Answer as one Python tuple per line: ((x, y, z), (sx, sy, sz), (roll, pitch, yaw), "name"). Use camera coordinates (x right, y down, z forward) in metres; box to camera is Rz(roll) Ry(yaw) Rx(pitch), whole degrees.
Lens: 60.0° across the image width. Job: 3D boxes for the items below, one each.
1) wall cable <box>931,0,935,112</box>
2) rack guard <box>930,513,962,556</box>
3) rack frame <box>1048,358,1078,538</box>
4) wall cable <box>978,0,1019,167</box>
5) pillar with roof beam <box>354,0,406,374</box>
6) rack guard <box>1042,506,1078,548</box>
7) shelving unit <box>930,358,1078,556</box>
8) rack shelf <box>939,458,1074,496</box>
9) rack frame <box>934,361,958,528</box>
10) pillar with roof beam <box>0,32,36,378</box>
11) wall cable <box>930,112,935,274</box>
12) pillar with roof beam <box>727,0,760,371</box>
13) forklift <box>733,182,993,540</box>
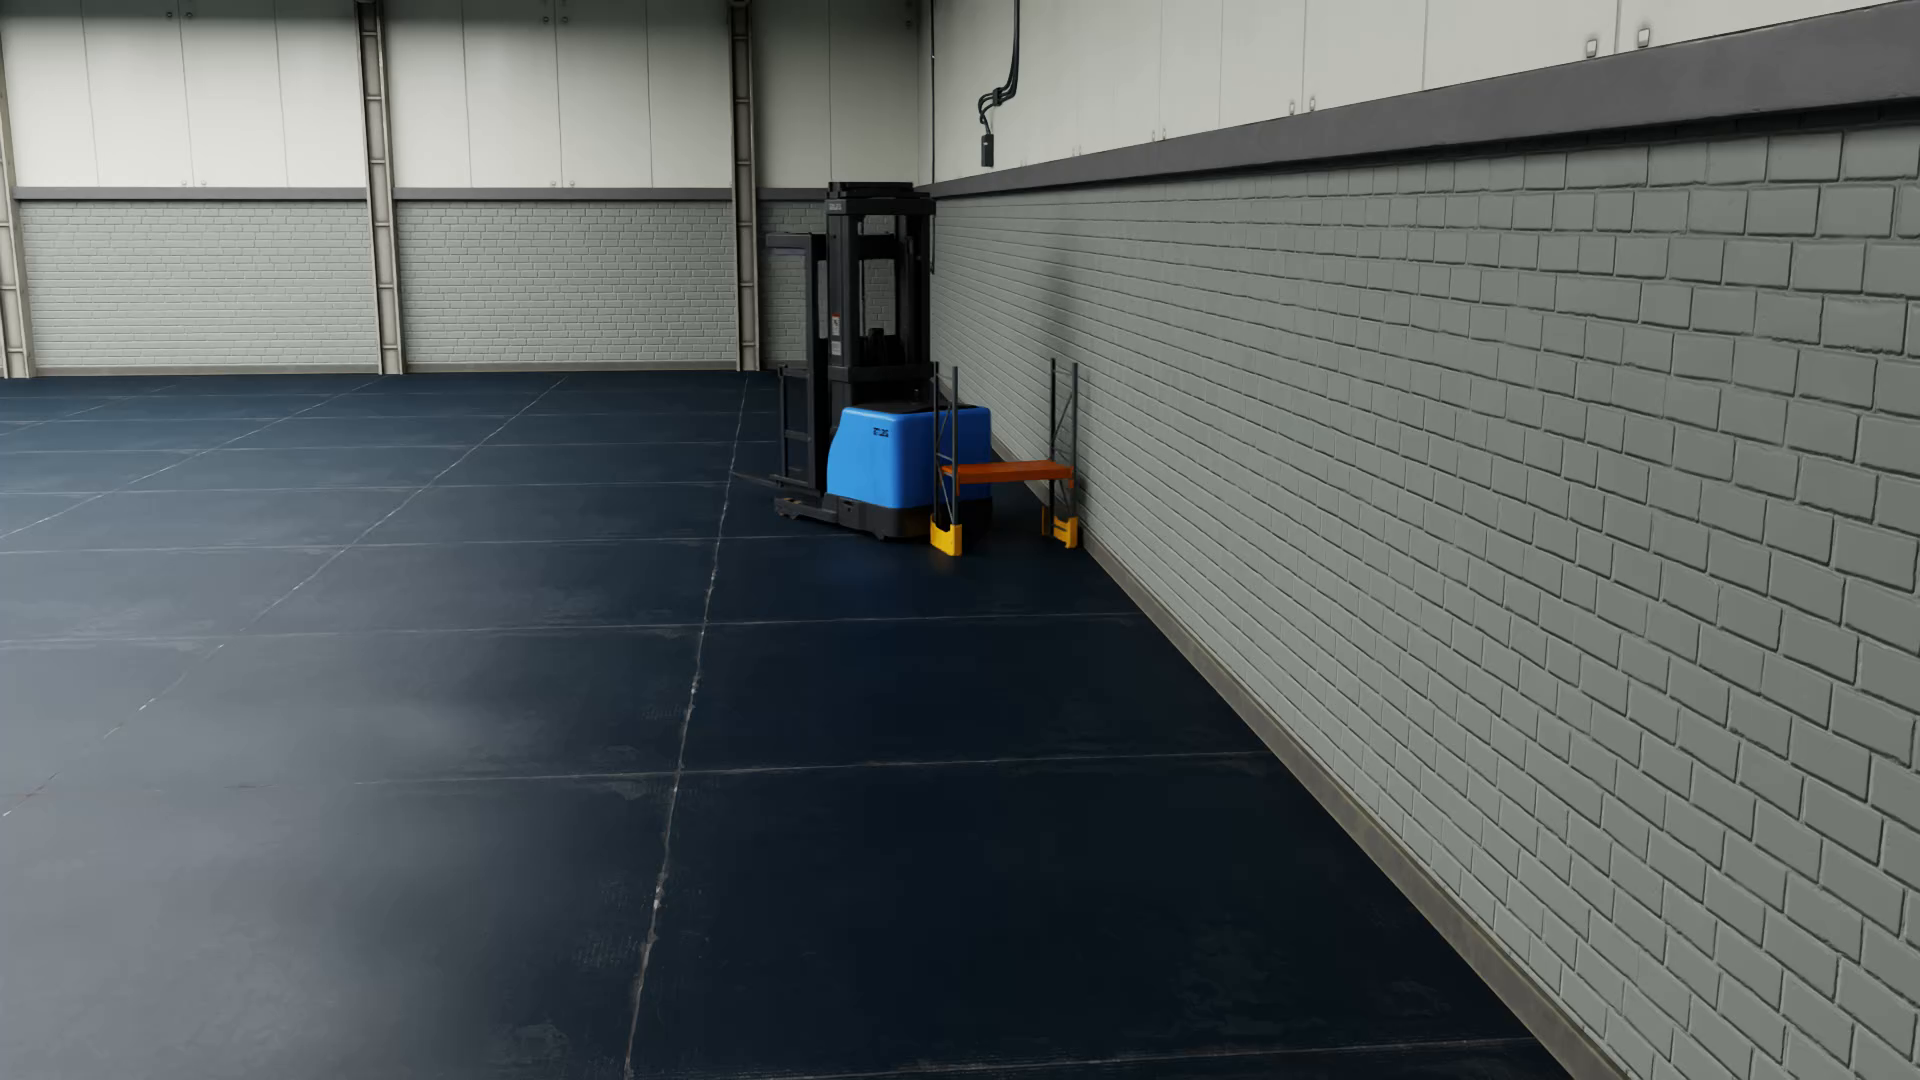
((-0.313, -7.615, 24.231), (0.112, 2.526, 3.097), (-1, 11, -6), "wall cable")
((-0.114, -0.048, 13.462), (0.087, 0.250, 0.587), (-4, 12, -19), "rack guard")
((0.845, -0.726, 13.671), (0.032, 1.500, 0.500), (-4, 12, -19), "rack frame")
((0.405, -7.027, 17.467), (0.169, 6.003, 2.305), (-1, 11, -6), "wall cable")
((-9.176, -6.421, 23.200), (0.548, 9.000, 9.100), (-1, 11, -6), "pillar with roof beam")
((0.826, -0.111, 13.785), (0.087, 0.250, 0.587), (-4, 12, -19), "rack guard")
((0.356, -0.693, 13.503), (1.083, 1.500, 0.587), (-4, 12, -19), "shelving unit")
((0.365, -0.517, 13.541), (1.000, 0.185, 0.538), (-4, 12, -19), "rack shelf")
((-0.115, -0.661, 13.341), (0.032, 1.500, 0.500), (-4, 12, -19), "rack frame")
((-15.141, -6.296, 22.564), (0.400, 9.000, 9.100), (-1, 11, -6), "pillar with roof beam")
((-0.605, -5.656, 27.357), (0.112, 2.526, 3.097), (-1, 11, -6), "wall cable")
((-3.211, -6.546, 23.836), (0.548, 9.000, 9.100), (-1, 11, -6), "pillar with roof beam")
((-1.011, -1.671, 14.769), (1.130, 2.935, 3.031), (-8, 14, -36), "forklift")
